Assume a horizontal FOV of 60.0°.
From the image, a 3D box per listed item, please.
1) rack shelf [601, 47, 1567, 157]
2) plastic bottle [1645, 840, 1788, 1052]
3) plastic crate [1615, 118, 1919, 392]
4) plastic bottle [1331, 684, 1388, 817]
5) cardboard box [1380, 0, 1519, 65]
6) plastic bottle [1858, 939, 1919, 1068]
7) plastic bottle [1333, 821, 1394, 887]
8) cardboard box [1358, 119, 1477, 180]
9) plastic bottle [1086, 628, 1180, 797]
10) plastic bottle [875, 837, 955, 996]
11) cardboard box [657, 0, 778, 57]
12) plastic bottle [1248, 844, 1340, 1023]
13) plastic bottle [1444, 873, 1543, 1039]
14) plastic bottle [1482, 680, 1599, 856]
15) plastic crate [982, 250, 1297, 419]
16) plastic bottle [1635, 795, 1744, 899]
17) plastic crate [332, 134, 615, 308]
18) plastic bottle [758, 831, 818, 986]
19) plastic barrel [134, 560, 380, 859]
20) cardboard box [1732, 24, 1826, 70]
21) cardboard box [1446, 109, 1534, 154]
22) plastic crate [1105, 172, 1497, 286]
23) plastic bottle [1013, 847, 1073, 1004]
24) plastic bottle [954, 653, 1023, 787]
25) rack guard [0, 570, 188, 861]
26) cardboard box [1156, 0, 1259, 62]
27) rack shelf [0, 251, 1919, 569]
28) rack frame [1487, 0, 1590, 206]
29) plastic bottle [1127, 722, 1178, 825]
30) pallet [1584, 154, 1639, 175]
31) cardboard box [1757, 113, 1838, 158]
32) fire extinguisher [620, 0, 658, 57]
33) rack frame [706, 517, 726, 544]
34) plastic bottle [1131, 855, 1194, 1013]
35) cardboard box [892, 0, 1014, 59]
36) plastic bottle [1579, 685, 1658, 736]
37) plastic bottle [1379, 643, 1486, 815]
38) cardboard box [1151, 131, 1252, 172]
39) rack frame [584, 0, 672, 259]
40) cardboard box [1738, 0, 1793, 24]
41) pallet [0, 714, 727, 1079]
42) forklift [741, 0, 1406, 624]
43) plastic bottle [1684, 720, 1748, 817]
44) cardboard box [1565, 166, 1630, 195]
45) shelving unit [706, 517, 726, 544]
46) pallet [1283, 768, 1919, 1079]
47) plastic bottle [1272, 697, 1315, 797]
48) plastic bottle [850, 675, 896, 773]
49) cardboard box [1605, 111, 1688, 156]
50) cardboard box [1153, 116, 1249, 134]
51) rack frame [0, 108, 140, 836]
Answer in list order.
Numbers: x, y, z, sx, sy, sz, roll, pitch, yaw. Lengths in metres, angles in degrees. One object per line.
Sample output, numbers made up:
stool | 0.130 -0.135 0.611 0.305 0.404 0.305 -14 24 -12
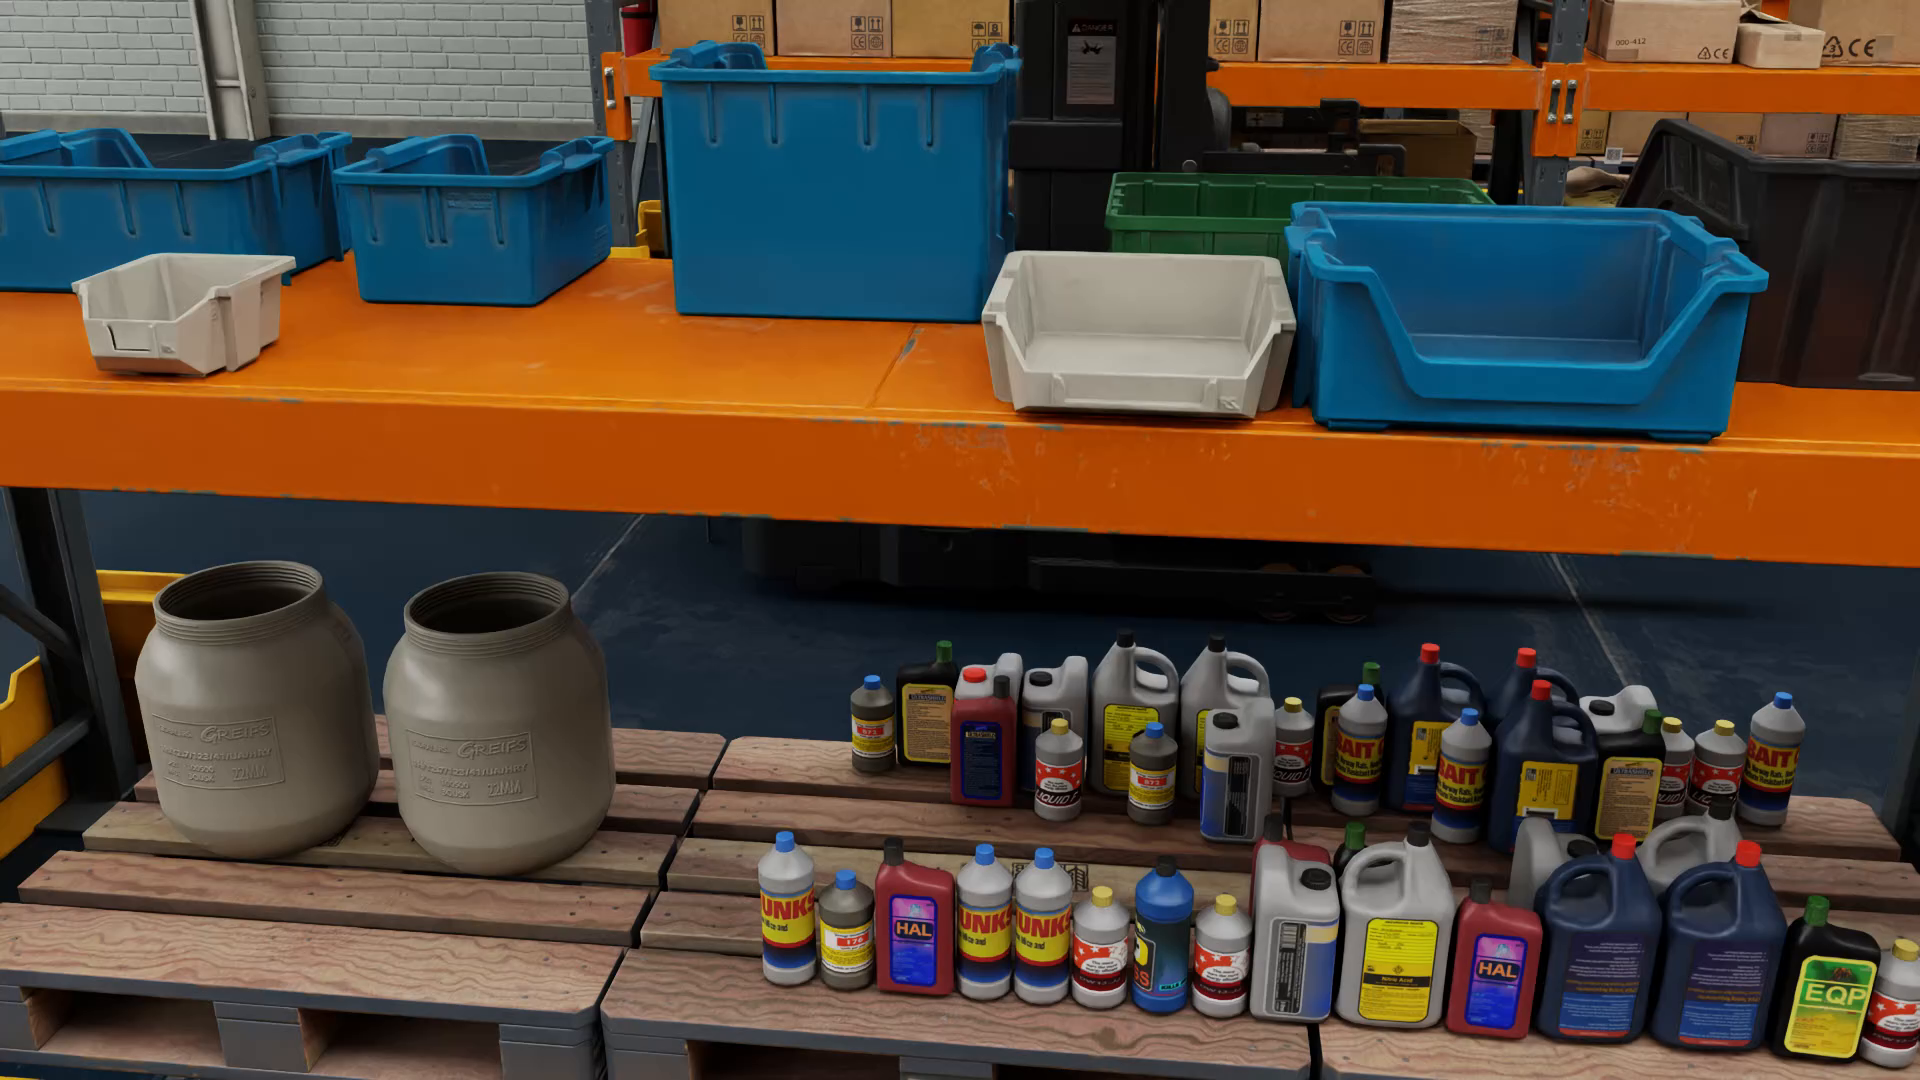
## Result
rack shelf | 0.510 -2.014 7.433 4.000 0.370 1.077 2 22 6
plastic bottle | 1.236 0.651 2.719 0.185 0.351 0.144 2 22 5
plastic crate | 1.405 -0.494 2.694 0.504 0.338 0.767 2 22 6
plastic bottle | 0.819 0.423 3.403 0.097 0.271 0.097 0 22 0
cardboard box | 2.055 -2.326 7.107 0.500 0.500 0.700 2 22 5
plastic bottle | 1.513 0.741 2.694 0.097 0.201 0.097 0 22 0
plastic bottle | 0.712 0.621 2.885 0.133 0.283 0.061 2 22 6
cardboard box | 2.073 -1.662 7.713 0.500 0.500 0.500 2 22 6
plastic bottle | 0.363 0.352 3.474 0.185 0.351 0.144 3 22 9
plastic bottle | -0.076 0.640 2.837 0.133 0.283 0.061 3 22 7
cardboard box | -1.014 -2.457 7.439 0.500 0.500 0.700 3 22 6
plastic bottle | 0.564 0.655 2.810 0.135 0.276 0.152 3 22 7
plastic bottle | 0.879 0.682 2.731 0.133 0.283 0.061 4 22 10
plastic bottle | 1.140 0.440 3.253 0.185 0.351 0.144 2 22 6
plastic crate | 0.268 -0.309 2.501 0.437 0.136 0.530 2 22 6
plastic bottle | 1.253 0.598 2.852 0.185 0.351 0.144 2 22 6
plastic crate | -0.886 -0.615 3.119 0.408 0.251 0.499 2 22 6
plastic bottle | -0.298 0.629 2.881 0.097 0.271 0.097 0 22 0
plastic barrel | -1.400 0.335 3.325 0.421 0.512 0.421 0 22 0
cardboard box | 3.352 -2.033 6.843 0.250 0.149 0.380 2 22 6
cardboard box | 3.809 -3.087 11.971 0.500 0.500 0.700 3 22 8
plastic crate | 0.595 -0.517 2.956 0.662 0.188 0.450 2 22 6
plastic bottle | 0.141 0.649 2.832 0.097 0.271 0.097 0 22 0
plastic bottle | 0.060 0.375 3.517 0.135 0.276 0.152 3 22 7
rack guard | -1.981 0.522 3.441 0.348 0.500 1.175 2 22 6
cardboard box | 1.033 -2.369 7.217 0.500 0.500 0.700 3 22 7
rack shelf | -0.076 -0.206 2.859 4.000 0.370 1.077 2 22 6
rack frame | 2.497 -2.262 7.082 0.127 3.000 1.000 2 22 6
plastic bottle | 0.392 0.468 3.385 0.097 0.201 0.097 0 22 0
pallet | 5.064 -2.689 11.955 1.213 0.211 1.003 2 22 6
cardboard box | 5.829 -3.017 11.793 0.500 0.500 0.700 2 22 6
fire extinguisher | -1.538 -2.574 7.976 0.183 0.674 0.296 2 22 6
rack frame | -0.805 -0.588 5.295 0.006 1.200 0.240 2 22 5
plastic bottle | 0.342 0.657 2.810 0.097 0.271 0.097 0 22 0
cardboard box | 0.001 -2.412 7.326 0.500 0.500 0.700 3 22 7
plastic bottle | 1.321 0.430 3.378 0.135 0.276 0.152 3 22 8
plastic bottle | 0.970 0.379 3.407 0.185 0.351 0.144 2 22 4
cardboard box | 1.018 -1.514 7.338 0.500 0.500 0.500 2 22 6
rack frame | -1.476 -2.435 7.520 0.127 3.000 1.000 2 22 6
cardboard box | 3.391 -2.229 7.180 0.258 0.266 0.396 2 22 5
pallet | -1.175 0.693 3.400 1.213 0.211 1.003 2 22 6
forklift | 0.891 -1.325 4.805 3.031 2.935 1.130 2 22 5
plastic bottle | 1.544 0.465 3.393 0.097 0.201 0.097 0 22 0
cardboard box | 2.933 -1.527 7.628 0.500 0.311 0.500 2 22 6
shelving unit | -0.714 -0.584 5.286 0.189 1.200 0.258 2 22 5
pallet | 1.248 0.799 3.133 1.213 0.211 1.003 2 22 6
plastic bottle | 0.691 0.427 3.487 0.097 0.201 0.097 0 22 0
plastic bottle | -0.187 0.389 3.583 0.097 0.201 0.097 0 22 0
cardboard box | 4.830 -3.047 11.868 0.500 0.500 0.700 3 22 7
cardboard box | 1.080 -1.705 7.822 0.500 0.500 0.500 2 22 6
rack frame | -2.062 -0.627 2.946 0.127 3.000 1.000 2 22 6
